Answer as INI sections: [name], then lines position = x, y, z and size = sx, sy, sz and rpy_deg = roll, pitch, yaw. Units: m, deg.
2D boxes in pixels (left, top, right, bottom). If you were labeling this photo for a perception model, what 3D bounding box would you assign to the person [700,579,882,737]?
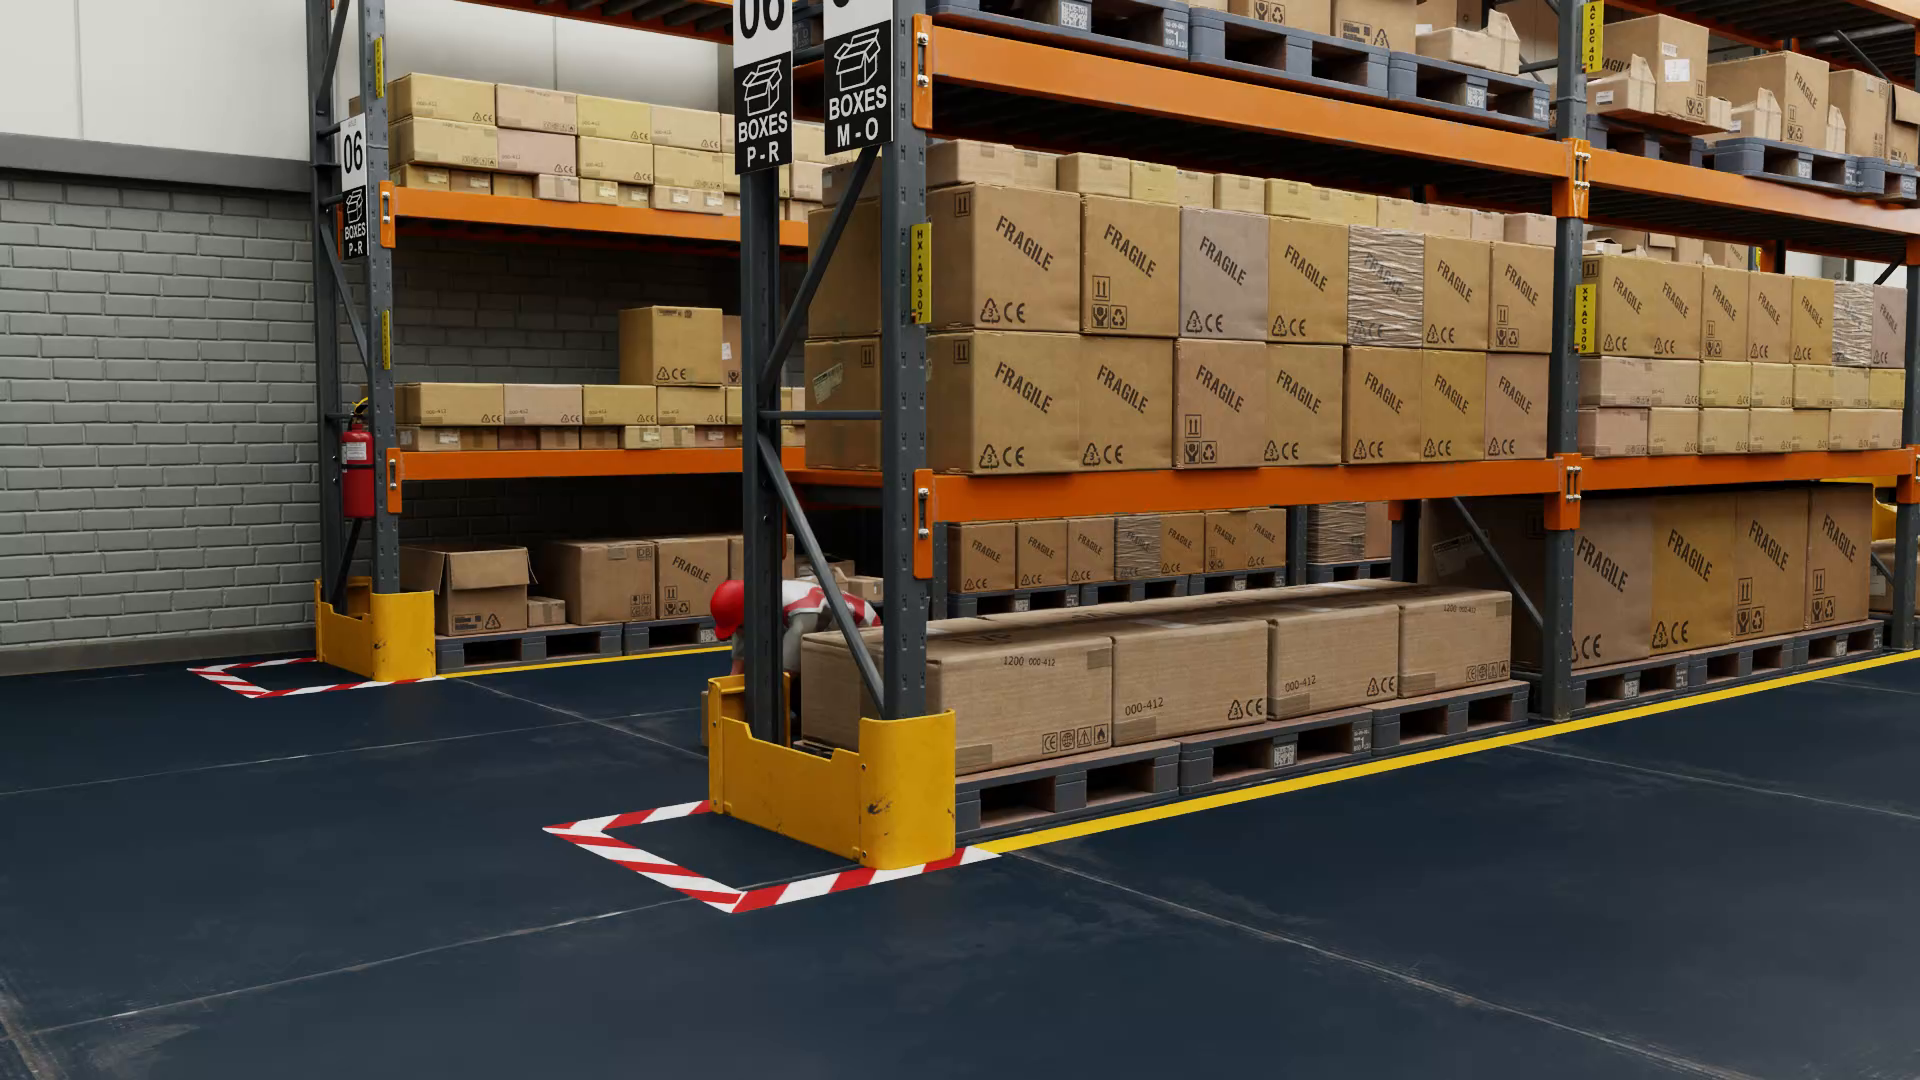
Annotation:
[person]
position = -0.777, 0.579, 7.762
size = 0.938, 0.844, 0.532
rpy_deg = -4, 6, -42
